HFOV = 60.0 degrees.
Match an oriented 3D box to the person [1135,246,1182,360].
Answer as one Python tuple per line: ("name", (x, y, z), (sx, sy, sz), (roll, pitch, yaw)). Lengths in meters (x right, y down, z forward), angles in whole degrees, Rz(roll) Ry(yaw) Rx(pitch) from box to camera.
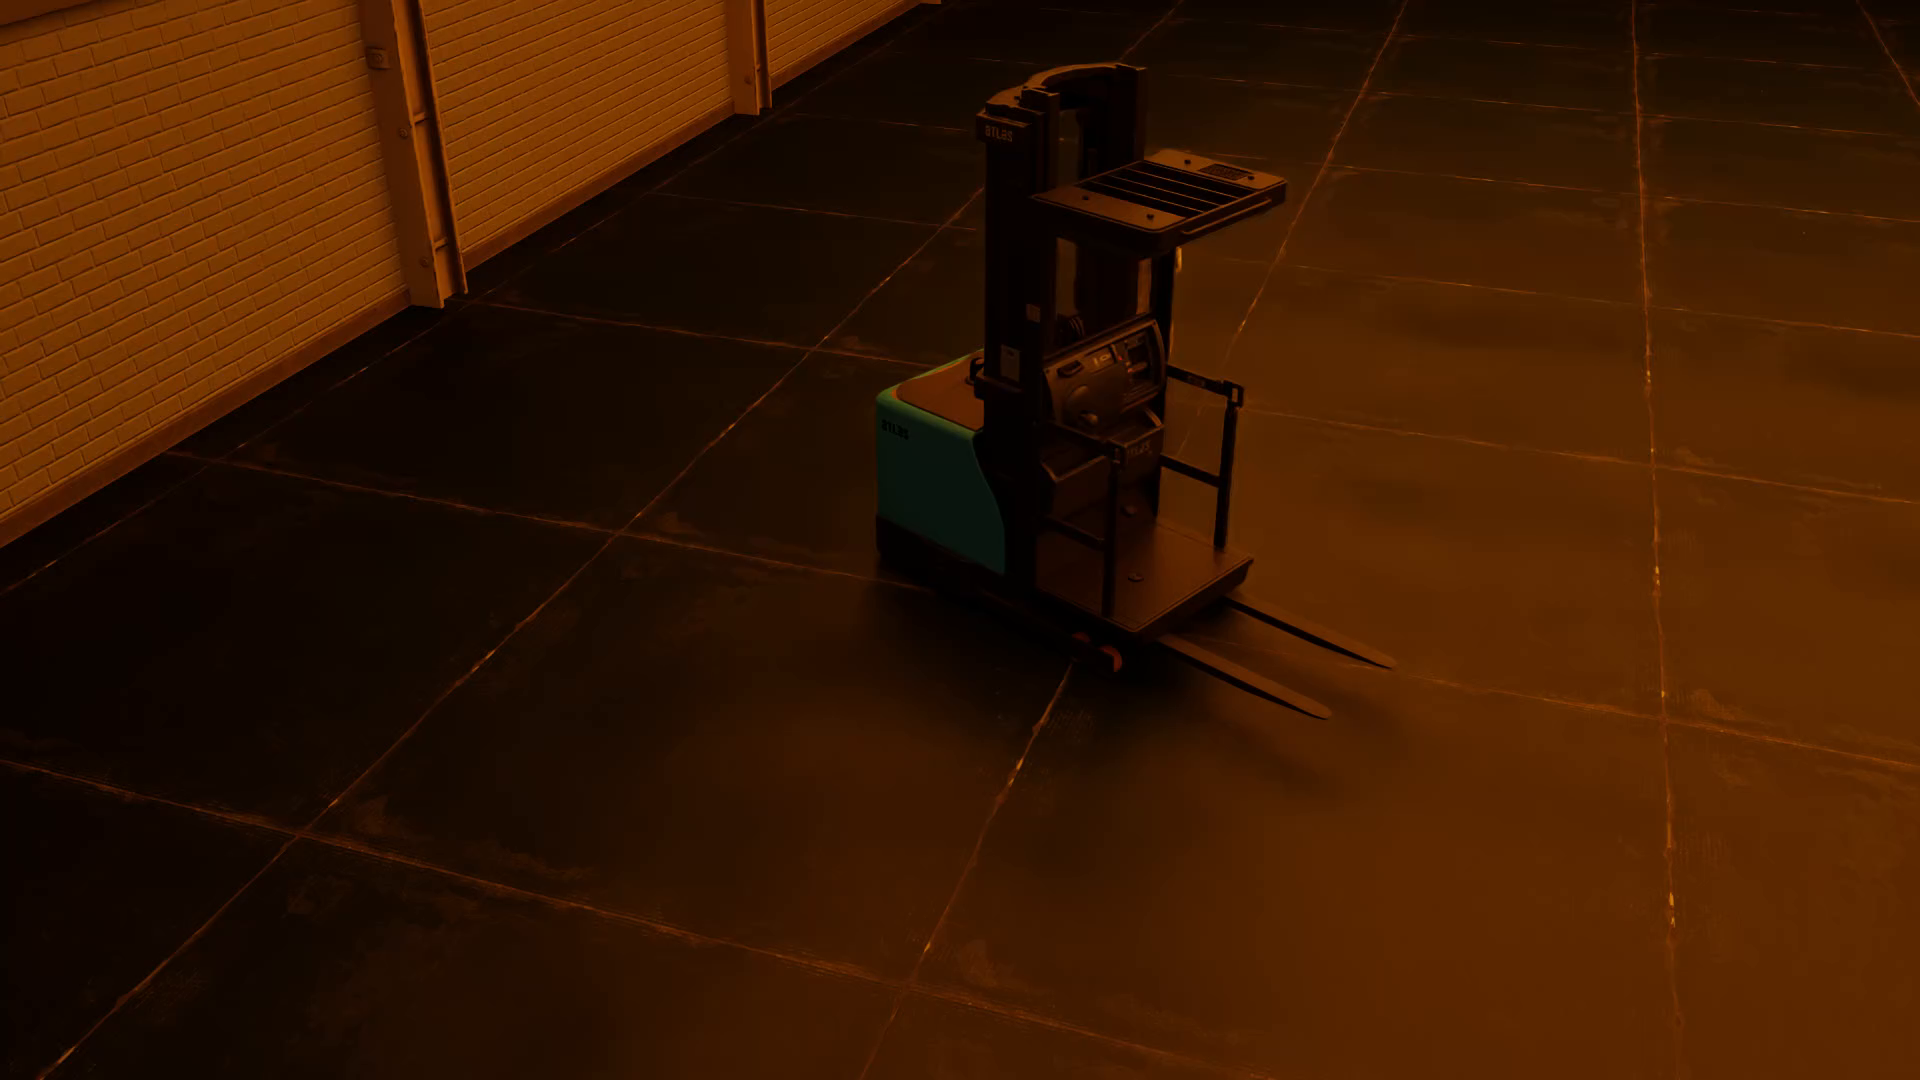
("person", (1.263, -1.619, 11.430), (0.465, 1.520, 0.720), (7, 30, 12))

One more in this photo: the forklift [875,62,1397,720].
("forklift", (0.920, -0.841, 8.611), (3.031, 2.935, 1.130), (25, 38, 37))
